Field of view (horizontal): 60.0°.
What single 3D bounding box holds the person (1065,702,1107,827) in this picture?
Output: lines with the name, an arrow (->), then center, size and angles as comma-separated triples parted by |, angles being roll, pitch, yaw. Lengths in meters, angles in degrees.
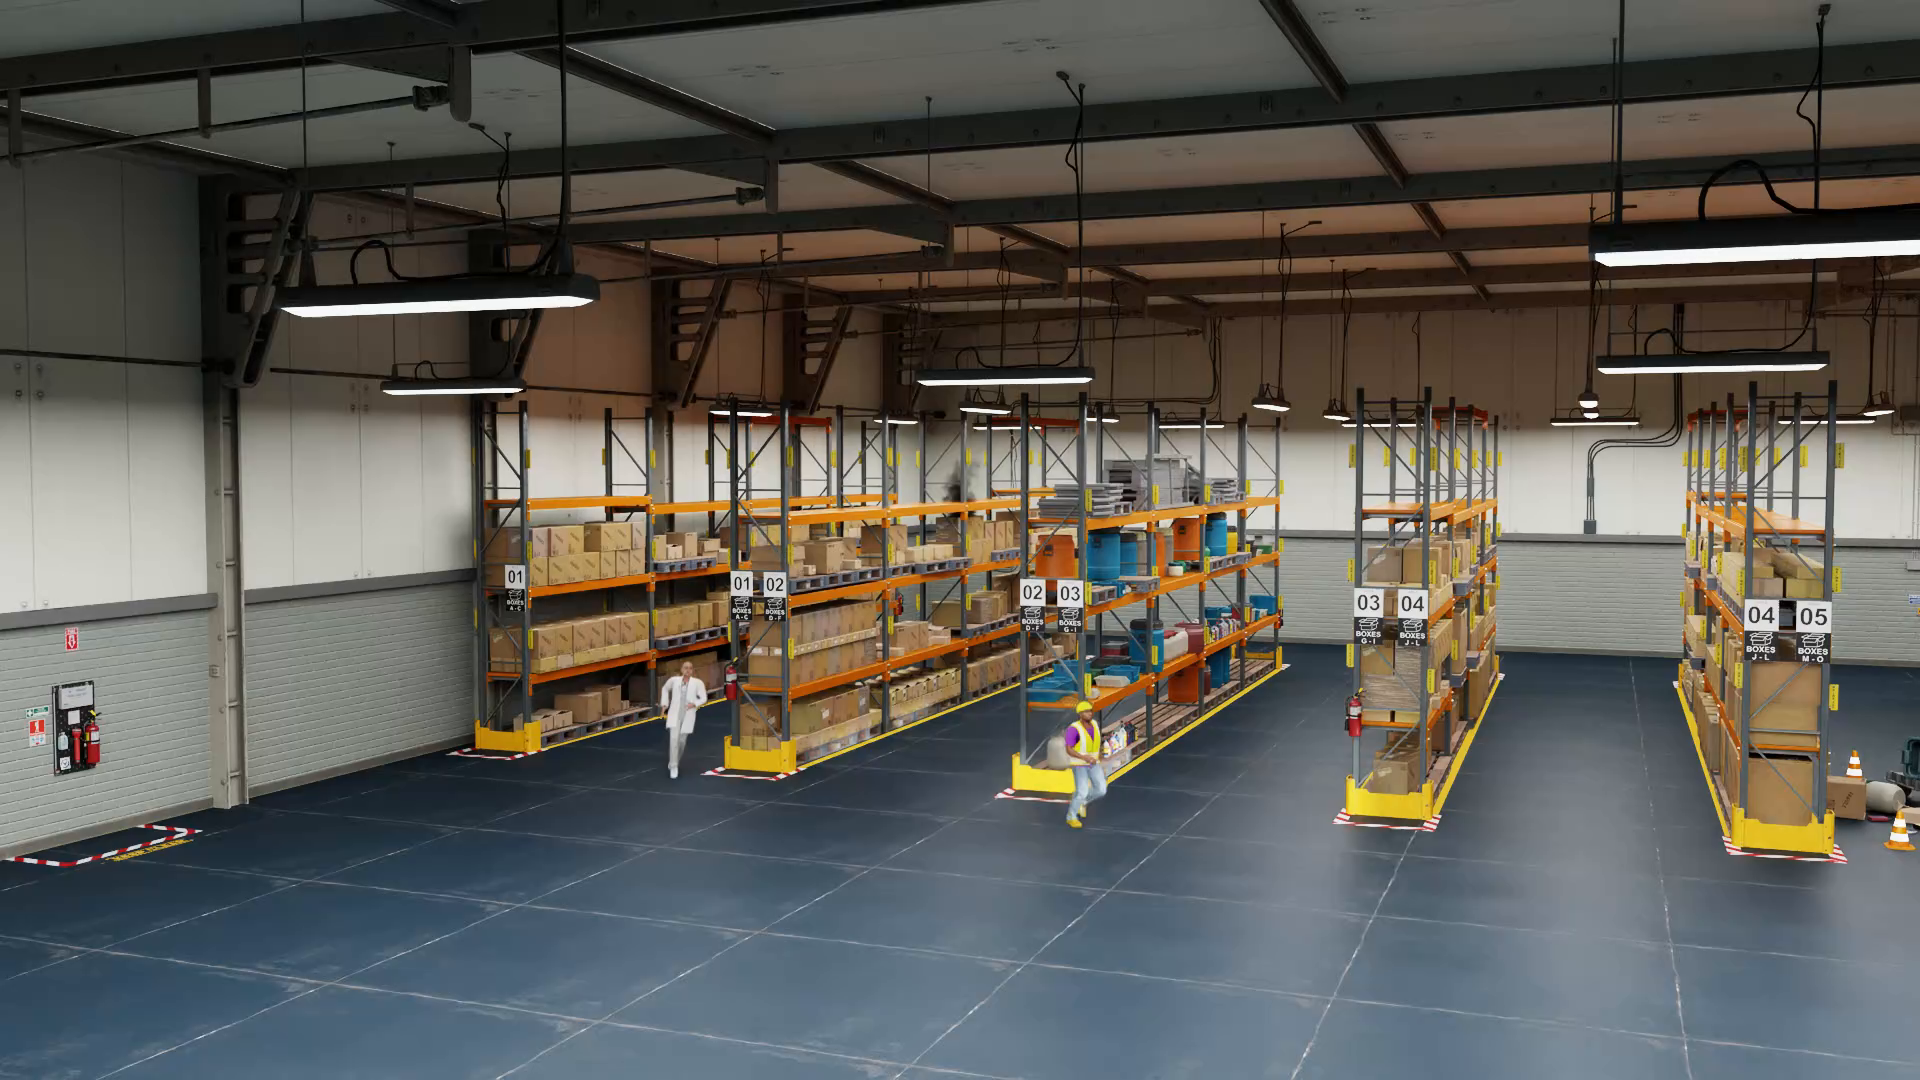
person -> 1.738, 3.043, 22.555 | 0.732, 1.719, 0.669 | -2, 3, -36

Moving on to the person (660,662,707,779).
person -> -4.391, 2.827, 26.435 | 0.729, 1.767, 0.980 | 0, 3, -10
